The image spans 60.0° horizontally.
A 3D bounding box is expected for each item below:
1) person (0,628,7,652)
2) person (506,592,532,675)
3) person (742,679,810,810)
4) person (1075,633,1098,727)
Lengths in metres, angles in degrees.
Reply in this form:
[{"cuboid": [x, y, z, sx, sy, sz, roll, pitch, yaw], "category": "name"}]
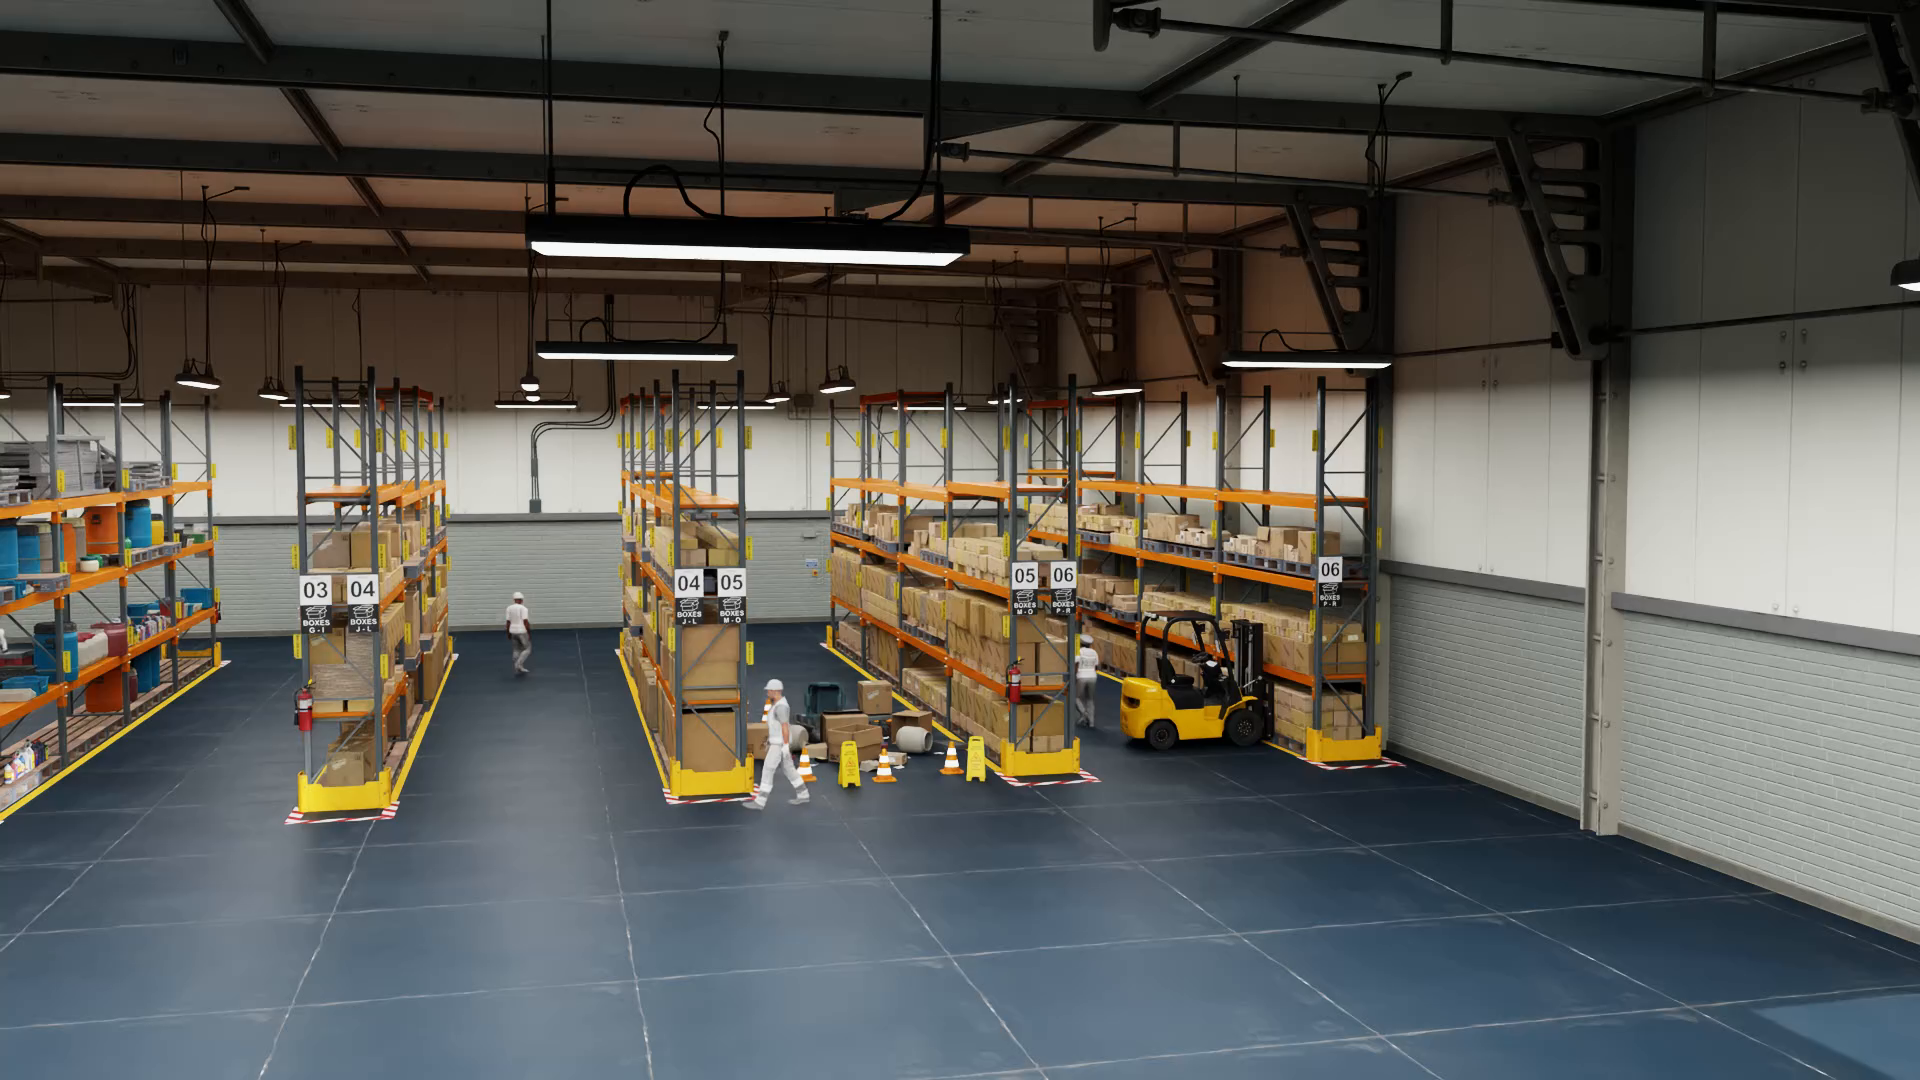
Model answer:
[{"cuboid": [-18.756, 2.245, 32.272, 0.488, 1.632, 0.872, -1, 4, -16], "category": "person"}, {"cuboid": [-9.469, 2.000, 35.623, 0.607, 1.769, 0.497, 2, 4, 27], "category": "person"}, {"cuboid": [-2.509, 2.776, 22.668, 0.911, 1.753, 0.566, 0, 3, -6], "category": "person"}, {"cuboid": [2.191, 2.457, 29.353, 0.541, 1.602, 0.729, -1, 3, -12], "category": "person"}]
